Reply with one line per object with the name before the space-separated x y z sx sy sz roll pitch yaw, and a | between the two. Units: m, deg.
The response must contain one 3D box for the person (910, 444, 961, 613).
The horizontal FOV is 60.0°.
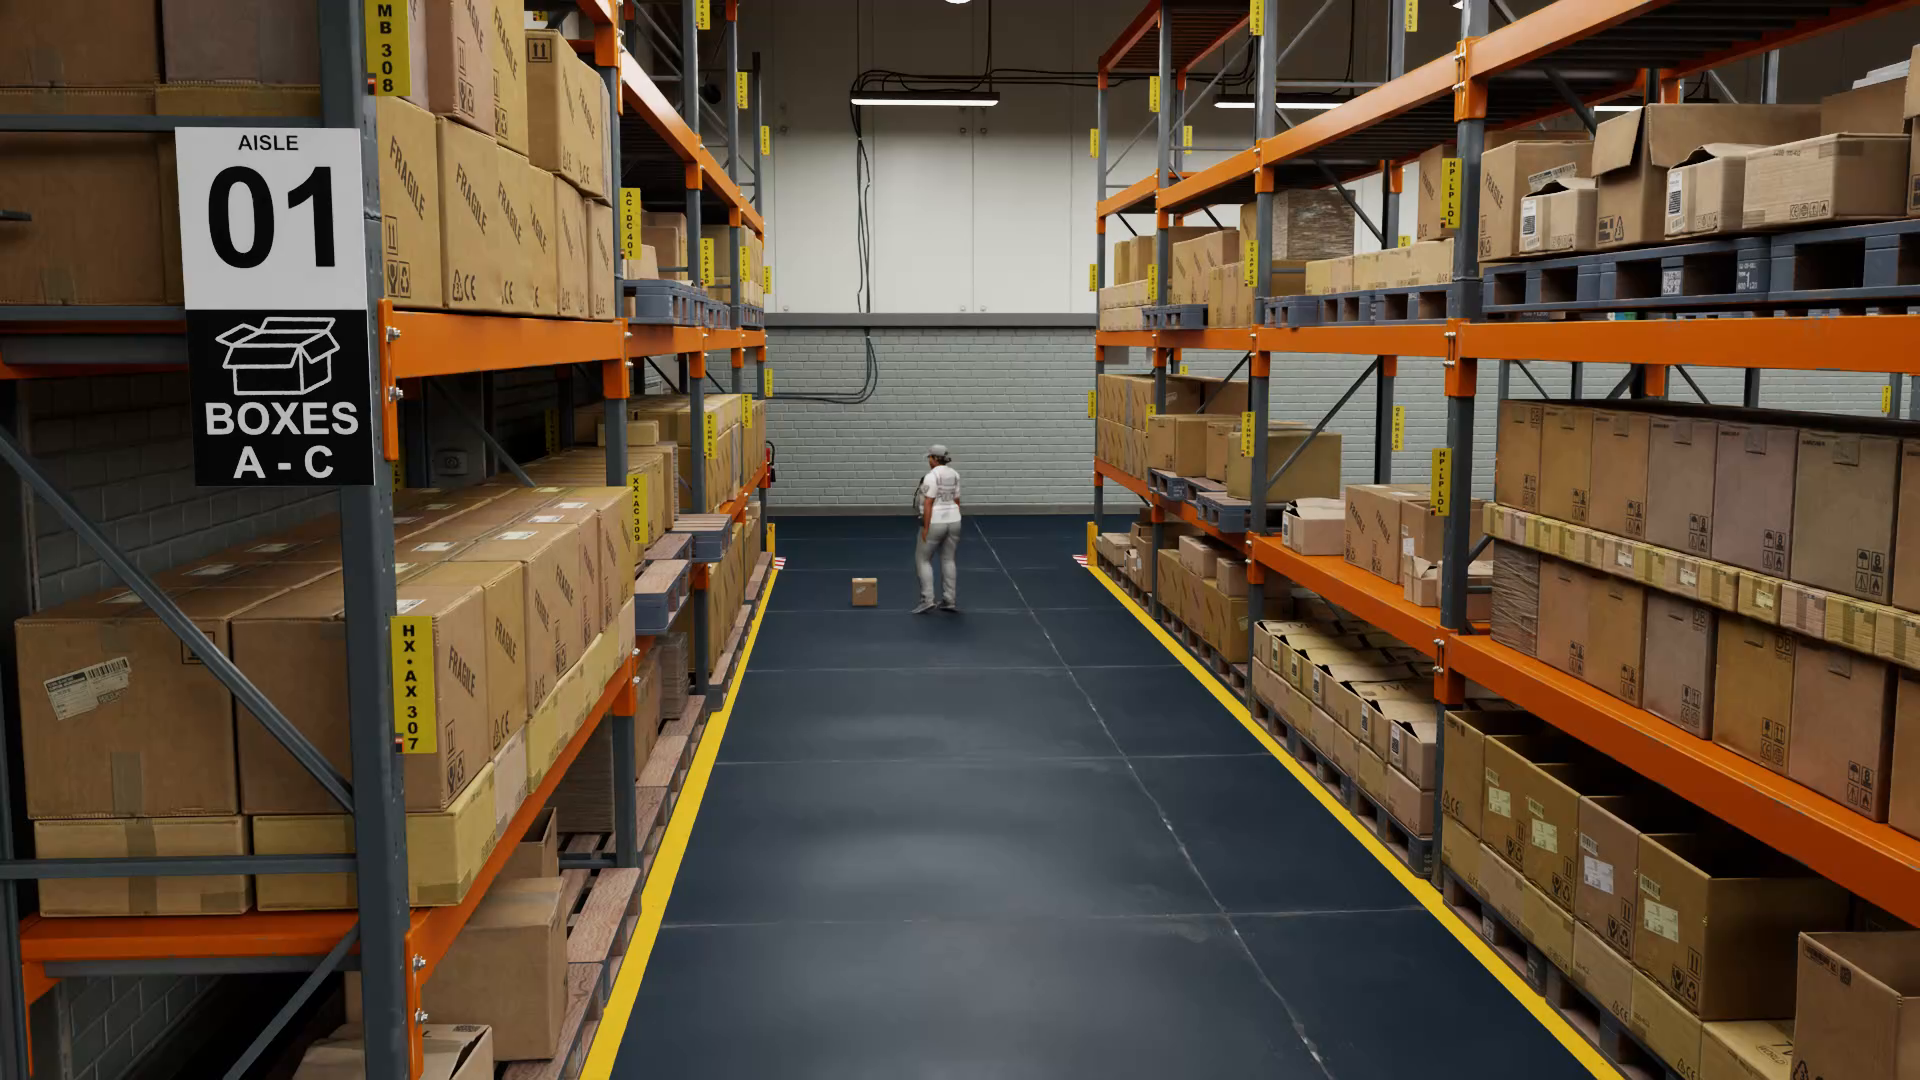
person | -0.234 -0.099 16.675 0.569 1.720 0.400 -6 9 -42
